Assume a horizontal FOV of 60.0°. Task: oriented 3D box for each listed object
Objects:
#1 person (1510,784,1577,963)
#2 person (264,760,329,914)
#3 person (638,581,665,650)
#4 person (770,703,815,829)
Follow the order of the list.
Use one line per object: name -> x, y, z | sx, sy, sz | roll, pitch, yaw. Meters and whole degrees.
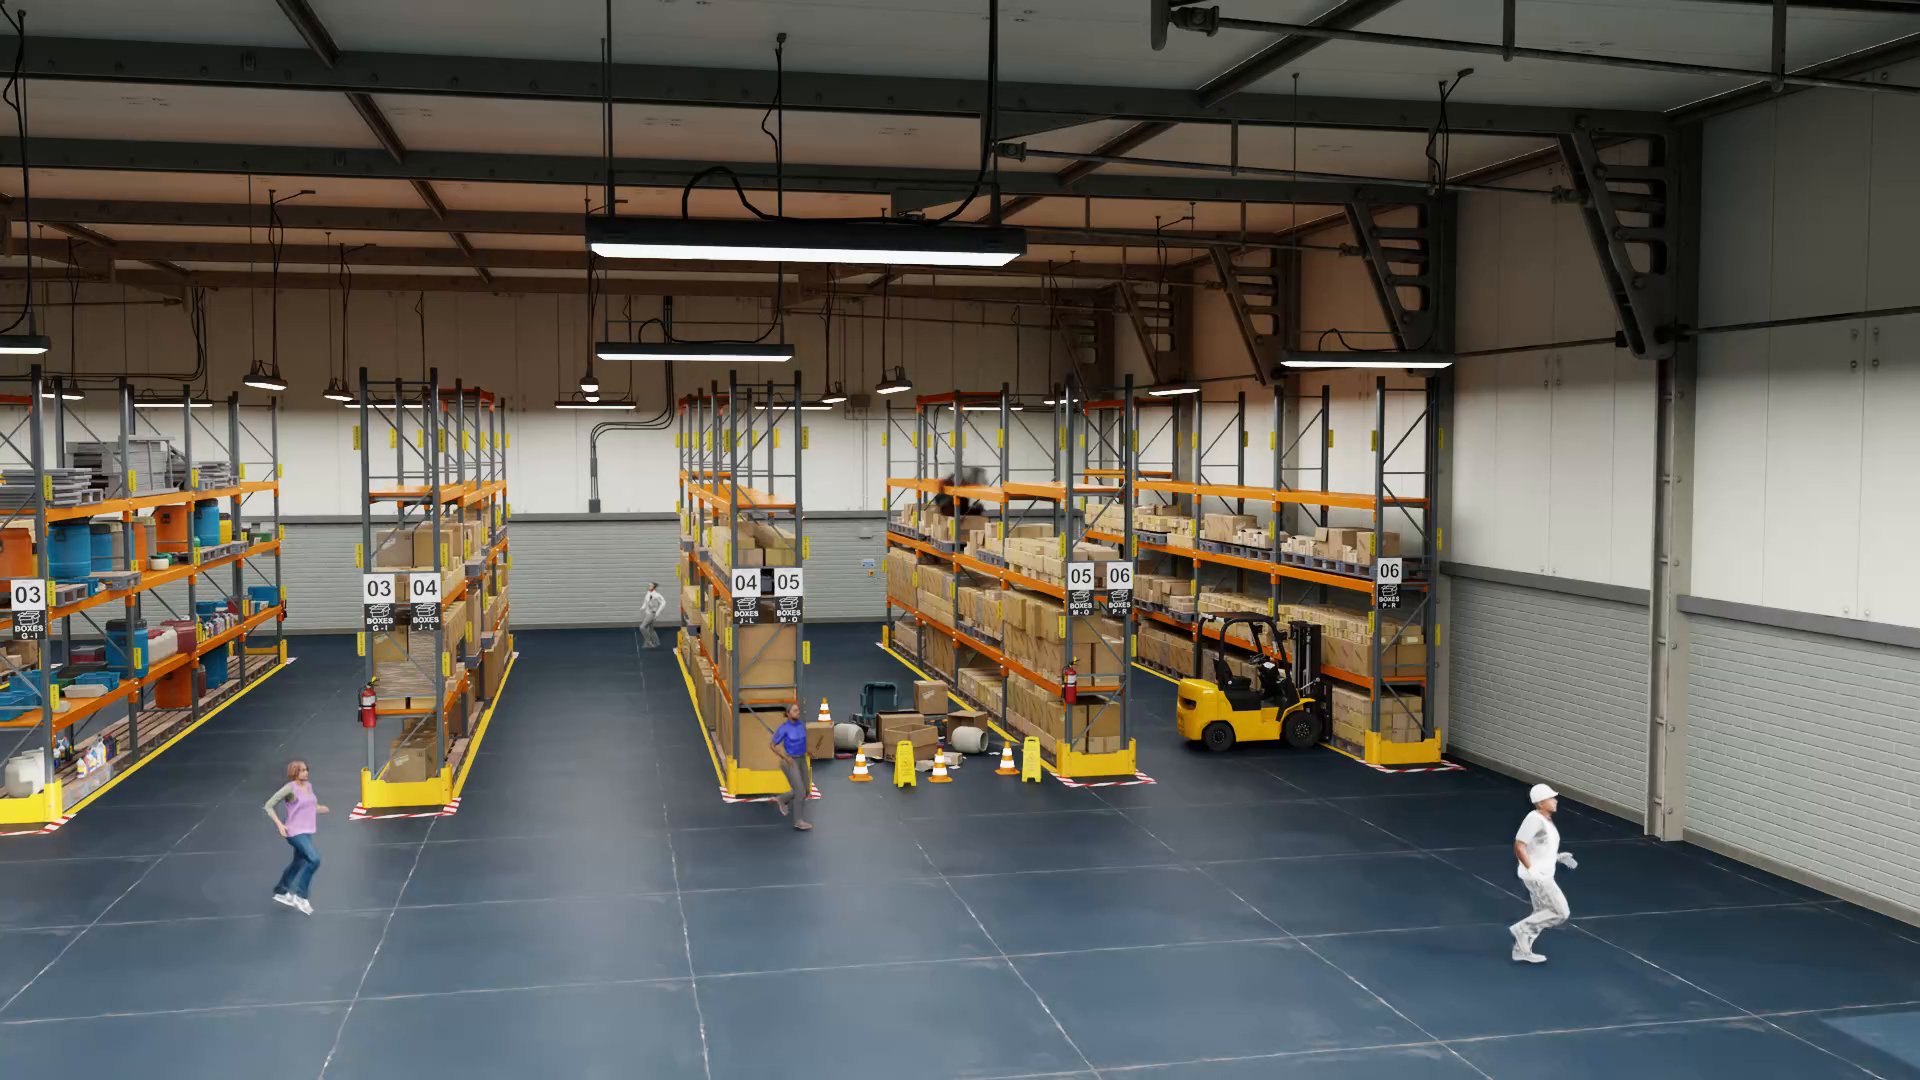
person -> 5.585, 3.194, 15.904 | 0.586, 1.723, 0.621 | 1, 4, 24
person -> -7.019, 3.150, 17.675 | 0.692, 1.628, 0.504 | 1, 3, 9
person -> -7.406, 1.805, 39.958 | 0.642, 1.685, 0.673 | -2, 4, -35
person -> -2.189, 2.911, 21.573 | 0.701, 1.608, 0.580 | 3, 4, 38
